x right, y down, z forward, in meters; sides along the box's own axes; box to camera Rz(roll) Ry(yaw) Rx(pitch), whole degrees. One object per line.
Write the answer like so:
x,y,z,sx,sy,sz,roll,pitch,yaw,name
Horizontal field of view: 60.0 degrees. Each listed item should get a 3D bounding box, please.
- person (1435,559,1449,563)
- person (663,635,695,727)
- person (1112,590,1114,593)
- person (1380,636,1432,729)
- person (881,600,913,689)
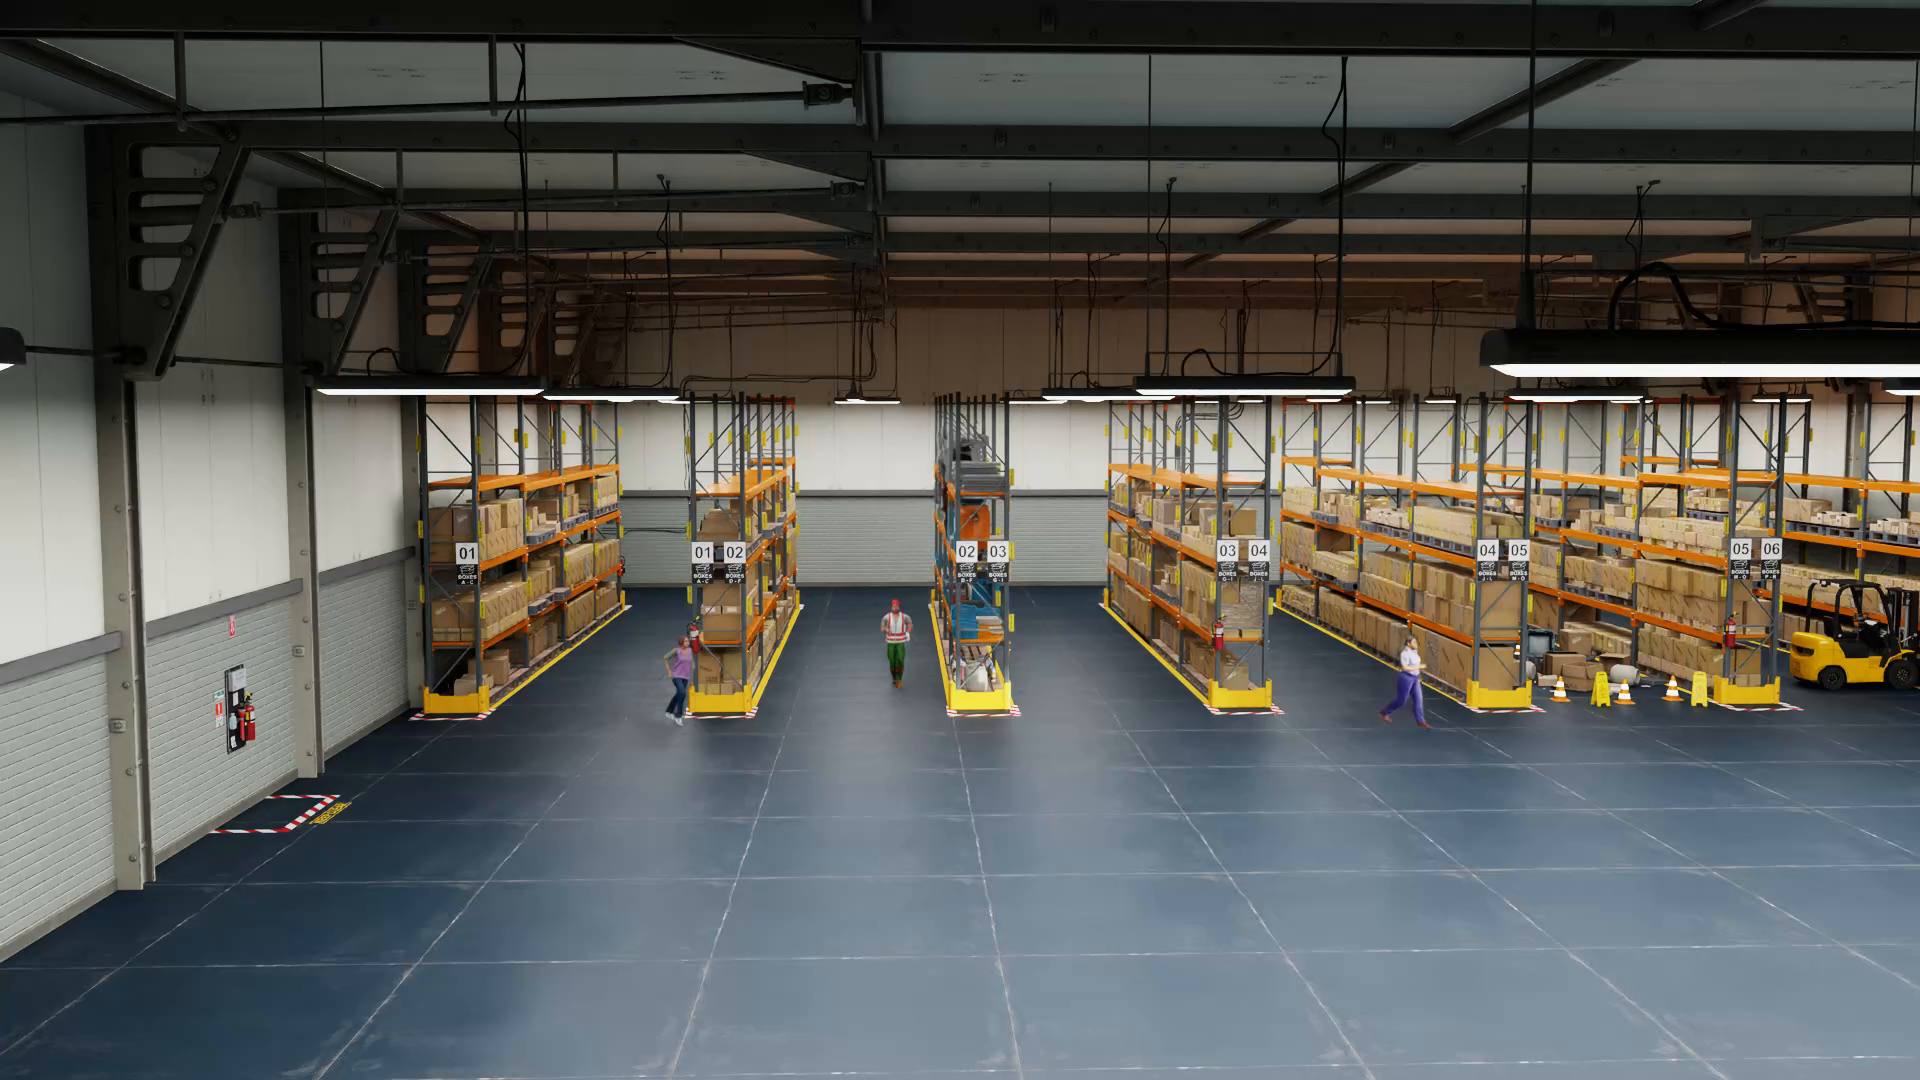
14.339,0.958,49.032,0.749,1.757,0.542,-1,5,-8,person
-5.065,2.531,30.126,0.715,1.630,0.542,4,6,41,person
4.795,0.963,48.822,0.882,1.670,0.622,3,6,35,person
7.939,2.507,29.539,0.945,1.635,0.607,4,6,41,person
-1.300,2.125,33.846,0.631,1.822,0.692,0,5,3,person
